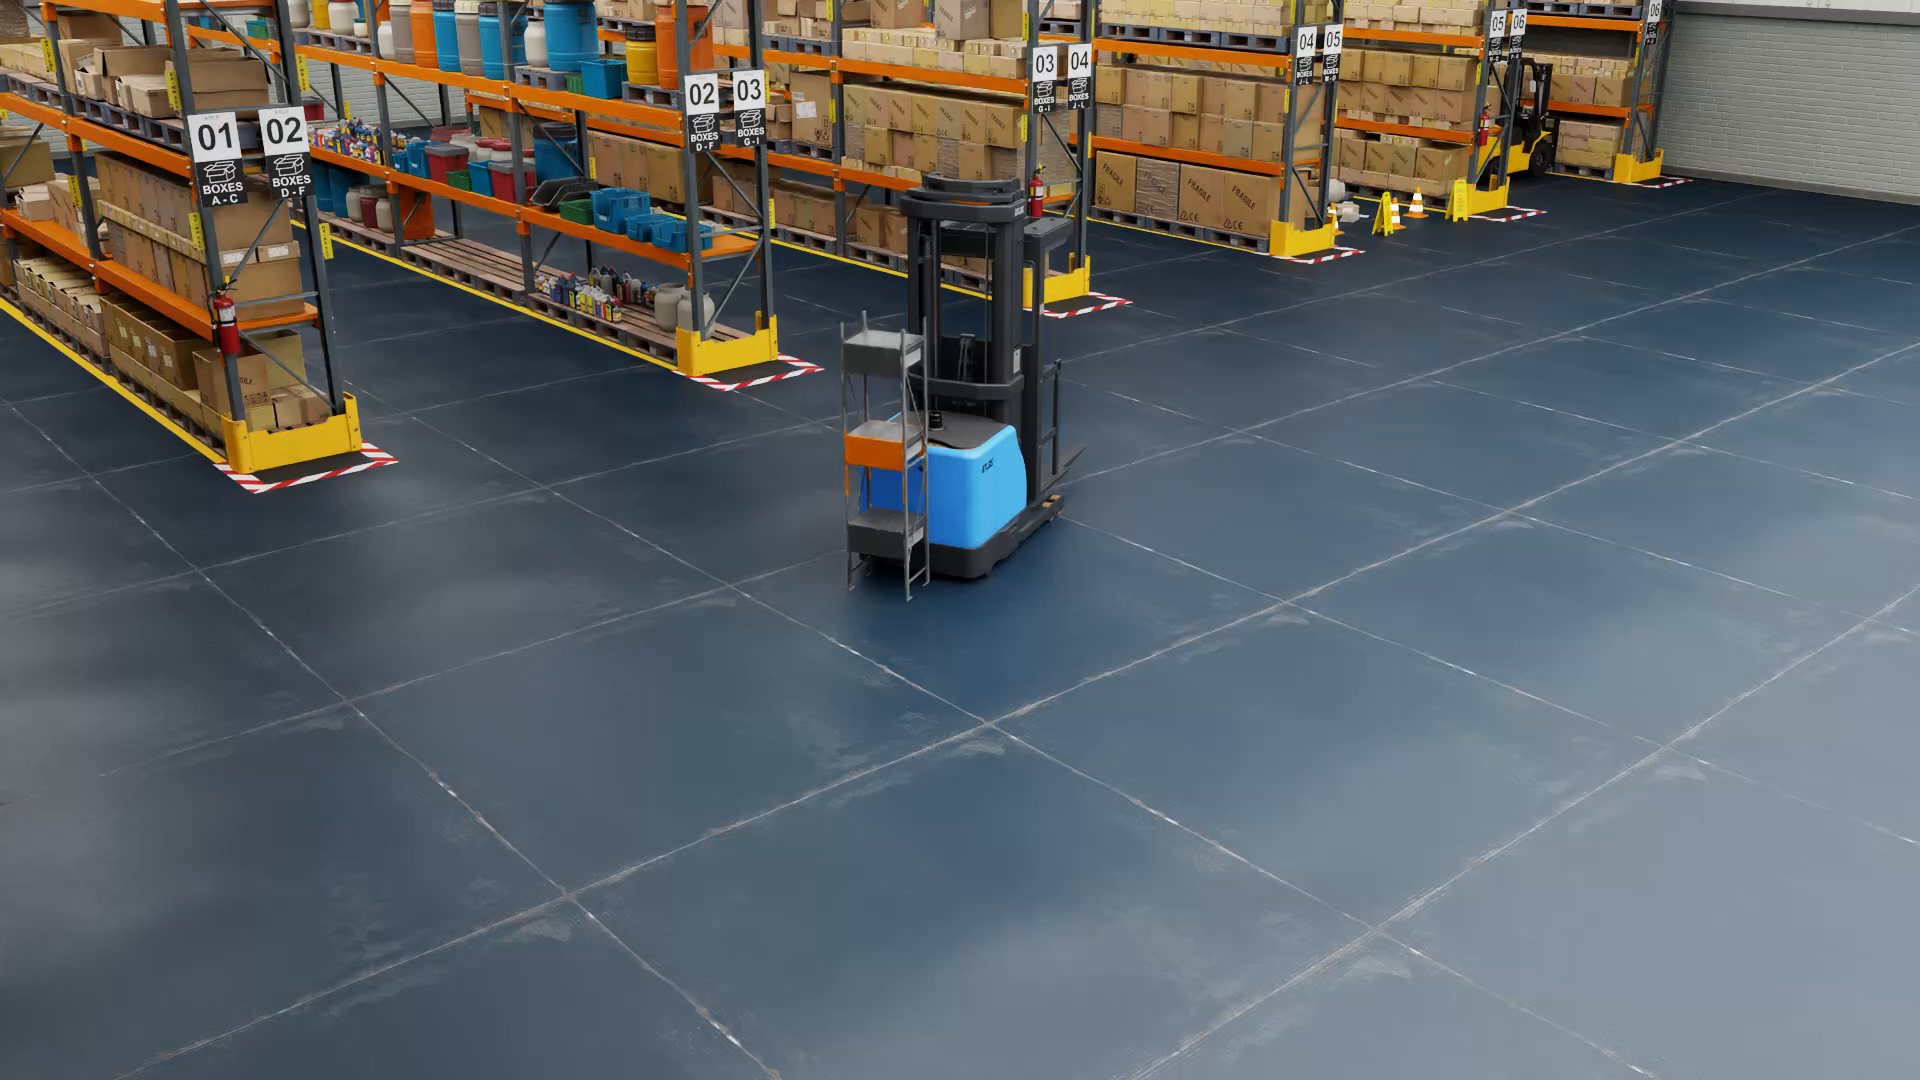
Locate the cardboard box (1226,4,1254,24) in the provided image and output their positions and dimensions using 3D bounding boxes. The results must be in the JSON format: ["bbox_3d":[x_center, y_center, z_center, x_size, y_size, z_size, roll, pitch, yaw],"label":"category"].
[{"bbox_3d":[4.196,-7.610,23.999,0.500,0.250,0.500,-17,27,-37],"label":"cardboard box"}]

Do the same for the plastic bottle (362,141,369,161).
[{"bbox_3d":[-8.671,-5.678,24.271,0.097,0.271,0.097,0,21,0],"label":"plastic bottle"}]

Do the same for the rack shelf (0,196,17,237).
[{"bbox_3d":[-12.805,-4.614,22.362,1.077,0.370,4.000,-17,27,-37],"label":"rack shelf"}]

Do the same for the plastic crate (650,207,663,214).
[{"bbox_3d":[-3.882,-3.958,20.064,0.530,0.136,0.437,-17,27,-37],"label":"plastic crate"}]

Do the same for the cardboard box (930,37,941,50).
[{"bbox_3d":[-0.175,-6.506,21.753,0.380,0.149,0.250,-19,28,-40],"label":"cardboard box"}]

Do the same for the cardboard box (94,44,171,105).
[{"bbox_3d":[-7.909,-4.511,16.093,0.797,0.503,0.637,-14,25,-32],"label":"cardboard box"}]

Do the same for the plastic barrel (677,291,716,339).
[{"bbox_3d":[-3.010,-2.565,18.980,0.421,0.512,0.421,0,21,0],"label":"plastic barrel"}]

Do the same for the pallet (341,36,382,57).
[{"bbox_3d":[-8.170,-7.117,23.915,1.003,0.211,1.213,-17,27,-37],"label":"pallet"}]

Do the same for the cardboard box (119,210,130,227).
[{"bbox_3d":[-8.354,-3.307,17.013,0.380,0.149,0.250,-18,28,-38],"label":"cardboard box"}]

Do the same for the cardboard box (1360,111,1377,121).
[{"bbox_3d":[7.103,-7.308,28.600,0.380,0.149,0.250,-18,27,-38],"label":"cardboard box"}]

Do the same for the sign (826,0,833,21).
[{"bbox_3d":[-1.799,-7.336,22.964,0.100,0.325,0.005,-17,27,-37],"label":"sign"}]

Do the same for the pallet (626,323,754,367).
[{"bbox_3d":[-3.134,-2.301,19.295,1.003,0.211,1.213,-17,27,-37],"label":"pallet"}]

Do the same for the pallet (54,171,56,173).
[{"bbox_3d":[-12.772,-4.843,22.225,1.003,0.211,1.213,-17,27,-37],"label":"pallet"}]

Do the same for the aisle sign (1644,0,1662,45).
[{"bbox_3d":[12.316,-9.207,29.539,0.394,0.787,0.004,-17,27,-37],"label":"aisle sign"}]

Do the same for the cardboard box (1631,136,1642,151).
[{"bbox_3d":[12.346,-7.412,31.030,0.500,0.250,0.500,-17,27,-36],"label":"cardboard box"}]

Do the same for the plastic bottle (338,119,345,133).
[{"bbox_3d":[-9.853,-6.589,26.591,0.152,0.276,0.135,-17,27,-37],"label":"plastic bottle"}]

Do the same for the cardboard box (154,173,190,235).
[{"bbox_3d":[-7.284,-3.266,16.020,0.700,0.500,0.500,-17,27,-37],"label":"cardboard box"}]

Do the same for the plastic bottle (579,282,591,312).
[{"bbox_3d":[-4.520,-2.949,20.155,0.144,0.351,0.185,-18,27,-38],"label":"plastic bottle"}]

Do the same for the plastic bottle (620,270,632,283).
[{"bbox_3d":[-4.159,-3.189,20.767,0.144,0.351,0.185,-18,27,-38],"label":"plastic bottle"}]

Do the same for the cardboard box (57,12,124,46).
[{"bbox_3d":[-9.261,-5.342,17.725,0.500,0.500,0.500,-17,27,-37],"label":"cardboard box"}]

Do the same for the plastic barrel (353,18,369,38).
[{"bbox_3d":[-8.555,-7.363,23.897,0.301,0.262,0.301,0,21,0],"label":"plastic barrel"}]

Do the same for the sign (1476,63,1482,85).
[{"bbox_3d":[8.304,-7.462,26.627,0.100,0.325,0.005,-17,27,-37],"label":"sign"}]

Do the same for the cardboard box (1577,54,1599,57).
[{"bbox_3d":[11.768,-9.004,31.151,0.380,0.149,0.250,-16,27,-36],"label":"cardboard box"}]

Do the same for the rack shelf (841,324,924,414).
[{"bbox_3d":[-0.553,-1.249,12.131,0.480,0.518,0.431,9,24,22],"label":"rack shelf"}]

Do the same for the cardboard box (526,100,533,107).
[{"bbox_3d":[-7.723,-8.032,30.448,0.380,0.149,0.250,-17,27,-36],"label":"cardboard box"}]

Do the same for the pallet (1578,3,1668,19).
[{"bbox_3d":[12.053,-9.642,30.222,1.003,0.211,1.213,-17,27,-37],"label":"pallet"}]

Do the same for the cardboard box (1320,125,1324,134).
[{"bbox_3d":[6.343,-7.297,29.505,0.380,0.149,0.250,-17,27,-37],"label":"cardboard box"}]

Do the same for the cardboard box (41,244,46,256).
[{"bbox_3d":[-11.926,-3.774,22.057,0.500,0.500,0.500,-19,28,-39],"label":"cardboard box"}]

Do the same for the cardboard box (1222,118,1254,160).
[{"bbox_3d":[4.401,-6.004,24.721,0.875,0.550,0.550,-17,27,-37],"label":"cardboard box"}]

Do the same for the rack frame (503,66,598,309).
[{"bbox_3d":[-5.133,-4.469,21.007,1.000,3.000,0.127,-17,27,-37],"label":"rack frame"}]

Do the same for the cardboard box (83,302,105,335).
[{"bbox_3d":[-9.370,-2.511,18.433,0.500,0.311,0.500,-17,27,-37],"label":"cardboard box"}]

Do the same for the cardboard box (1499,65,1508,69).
[{"bbox_3d":[10.529,-9.093,31.785,0.380,0.149,0.250,-18,28,-38],"label":"cardboard box"}]

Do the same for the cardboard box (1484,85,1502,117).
[{"bbox_3d":[8.638,-7.284,27.649,0.500,0.500,0.500,-18,28,-38],"label":"cardboard box"}]

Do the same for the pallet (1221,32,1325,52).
[{"bbox_3d":[4.561,-7.254,24.125,1.003,0.211,1.213,-17,27,-37],"label":"pallet"}]

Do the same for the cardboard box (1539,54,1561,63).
[{"bbox_3d":[11.096,-9.043,31.251,0.380,0.149,0.250,-17,27,-37],"label":"cardboard box"}]

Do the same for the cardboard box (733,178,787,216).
[{"bbox_3d":[-3.168,-5.464,26.371,0.500,0.500,0.700,20,29,41],"label":"cardboard box"}]

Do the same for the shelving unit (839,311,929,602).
[{"bbox_3d":[-0.551,-0.612,12.387,0.503,2.100,0.431,9,24,22],"label":"shelving unit"}]

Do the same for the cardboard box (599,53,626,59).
[{"bbox_3d":[-6.180,-8.197,29.014,0.797,0.503,0.637,-18,28,-39],"label":"cardboard box"}]

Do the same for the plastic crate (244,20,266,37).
[{"bbox_3d":[-11.192,-8.173,26.582,0.416,0.233,0.300,-17,27,-37],"label":"plastic crate"}]

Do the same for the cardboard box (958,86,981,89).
[{"bbox_3d":[0.254,-7.624,28.926,0.500,0.500,0.500,-18,28,-38],"label":"cardboard box"}]

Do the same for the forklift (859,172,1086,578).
[{"bbox_3d":[0.251,-1.576,13.714,1.130,2.935,3.031,9,23,22],"label":"forklift"}]

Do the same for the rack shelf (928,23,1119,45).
[{"bbox_3d":[1.137,-8.415,27.956,1.077,0.370,4.000,-17,27,-37],"label":"rack shelf"}]

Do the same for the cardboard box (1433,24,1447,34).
[{"bbox_3d":[7.958,-8.356,27.163,0.380,0.149,0.250,-16,27,-36],"label":"cardboard box"}]

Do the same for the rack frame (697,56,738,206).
[{"bbox_3d":[-3.992,-6.753,26.839,1.000,3.000,0.127,-17,27,-37],"label":"rack frame"}]

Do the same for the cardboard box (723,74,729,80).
[{"bbox_3d":[-4.664,-9.564,34.361,0.380,0.149,0.250,-18,28,-38],"label":"cardboard box"}]

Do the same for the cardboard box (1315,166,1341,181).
[{"bbox_3d":[6.664,-6.550,29.515,0.500,0.250,0.500,-16,26,-34],"label":"cardboard box"}]

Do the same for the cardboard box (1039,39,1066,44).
[{"bbox_3d":[1.129,-6.281,21.180,0.380,0.149,0.250,-17,27,-36],"label":"cardboard box"}]

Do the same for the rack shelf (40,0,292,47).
[{"bbox_3d":[-7.583,-5.010,15.698,1.077,0.370,4.000,-17,27,-37],"label":"rack shelf"}]

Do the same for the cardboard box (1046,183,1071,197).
[{"bbox_3d":[1.224,-4.561,21.587,0.380,0.149,0.250,-17,27,-37],"label":"cardboard box"}]

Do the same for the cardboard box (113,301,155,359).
[{"bbox_3d":[-8.491,-2.216,17.422,0.500,0.500,0.500,-17,27,-37],"label":"cardboard box"}]

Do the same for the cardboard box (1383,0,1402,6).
[{"bbox_3d":[7.266,-8.992,27.693,0.380,0.149,0.250,-17,27,-36],"label":"cardboard box"}]

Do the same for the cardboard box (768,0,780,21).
[{"bbox_3d":[-2.837,-8.077,25.284,0.500,0.500,0.500,-17,27,-37],"label":"cardboard box"}]

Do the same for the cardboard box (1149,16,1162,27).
[{"bbox_3d":[3.088,-7.860,25.185,0.380,0.149,0.250,-18,28,-38],"label":"cardboard box"}]

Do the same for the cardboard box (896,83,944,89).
[{"bbox_3d":[-0.552,-6.102,23.260,0.500,0.500,0.500,-17,27,-37],"label":"cardboard box"}]
